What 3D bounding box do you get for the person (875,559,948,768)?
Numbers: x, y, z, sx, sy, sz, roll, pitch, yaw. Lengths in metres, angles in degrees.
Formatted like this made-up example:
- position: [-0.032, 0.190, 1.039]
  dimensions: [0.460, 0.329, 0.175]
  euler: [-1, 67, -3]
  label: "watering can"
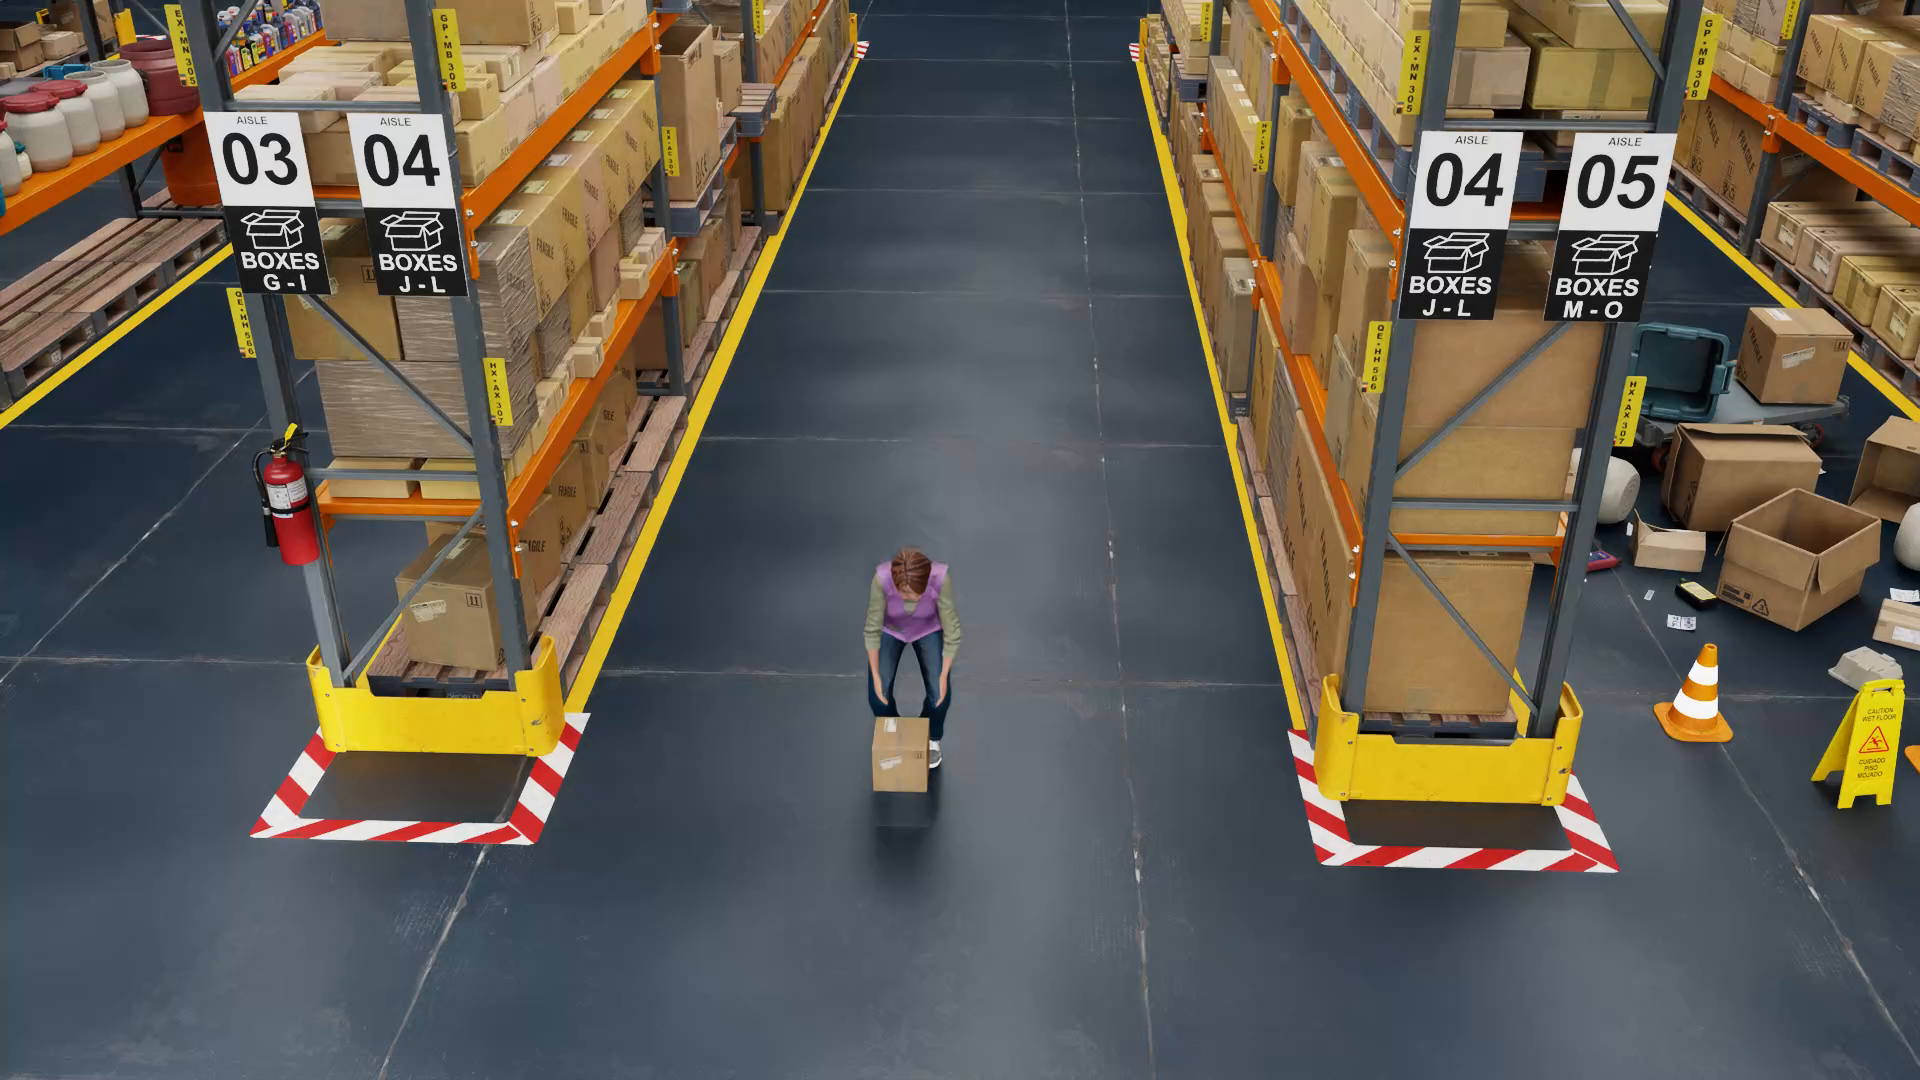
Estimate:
- position: [-0.238, 0.537, 8.097]
  dimensions: [0.379, 1.170, 0.479]
  euler: [1, 28, 2]
  label: "person"
